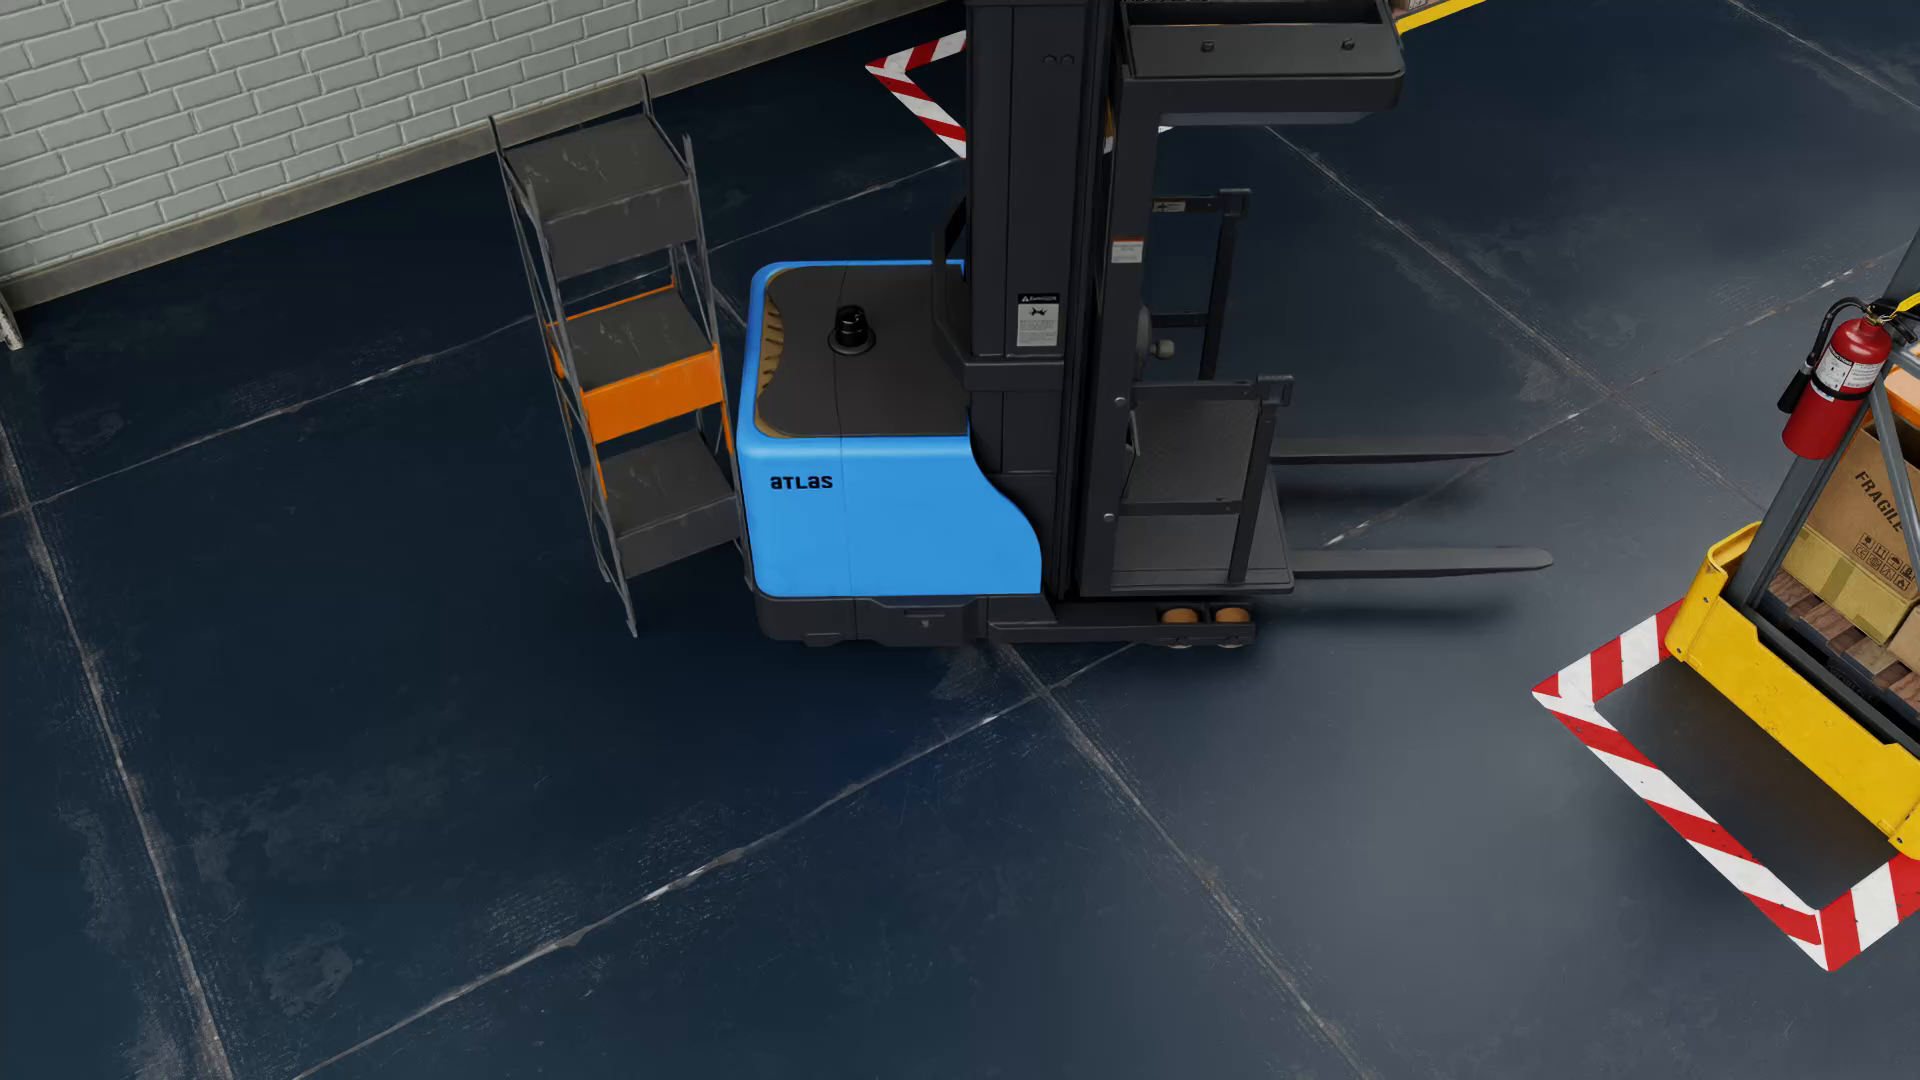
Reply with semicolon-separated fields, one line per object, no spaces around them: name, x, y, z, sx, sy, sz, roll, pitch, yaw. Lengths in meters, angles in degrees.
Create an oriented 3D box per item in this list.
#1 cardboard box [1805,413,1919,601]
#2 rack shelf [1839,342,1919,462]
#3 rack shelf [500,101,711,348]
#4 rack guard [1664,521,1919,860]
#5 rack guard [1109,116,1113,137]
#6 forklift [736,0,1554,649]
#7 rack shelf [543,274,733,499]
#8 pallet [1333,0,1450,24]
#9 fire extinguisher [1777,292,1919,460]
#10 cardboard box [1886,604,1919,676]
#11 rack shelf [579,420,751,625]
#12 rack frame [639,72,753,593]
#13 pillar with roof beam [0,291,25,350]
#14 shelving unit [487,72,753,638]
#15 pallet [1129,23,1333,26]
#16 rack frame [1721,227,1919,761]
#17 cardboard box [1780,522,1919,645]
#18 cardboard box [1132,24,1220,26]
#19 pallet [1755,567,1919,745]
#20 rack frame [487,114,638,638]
cardboard box;3.434;-0.200;5.923;0.500;0.500;0.500;-25;53;-21
rack shelf;4.831;-0.882;5.954;4.000;0.370;1.077;-25;53;-21
rack shelf;-1.116;-0.998;5.259;0.480;0.518;0.431;-21;52;-18
rack guard;3.119;0.517;5.900;0.348;0.500;1.175;-25;53;-21
rack guard;0.557;-2.650;8.721;0.348;0.500;1.175;-25;53;-21
forklift;0.737;-0.961;5.588;3.031;2.935;1.130;-1;48;-1
rack shelf;-1.116;-0.533;5.782;0.480;0.518;0.431;-21;52;-18
pallet;2.294;-3.339;9.527;1.213;0.211;1.003;-25;53;-21
fire extinguisher;2.791;-0.545;5.224;0.183;0.674;0.296;-25;53;-21
cardboard box;3.712;0.377;5.911;0.500;0.250;0.500;-25;53;-21
rack shelf;-1.116;-0.067;6.305;0.480;0.518;0.431;-21;52;-18
rack frame;-0.900;-0.626;5.847;0.015;2.100;0.400;-21;52;-18
pillar with roof beam;-2.154;-1.162;1.704;0.400;9.000;9.100;-25;53;-21
shelving unit;-1.116;-0.542;5.772;0.503;2.100;0.431;-21;52;-18
pallet;1.263;-2.856;9.097;1.213;0.211;1.003;-25;53;-21
rack frame;3.139;-0.324;4.975;0.127;3.000;1.000;-25;53;-21
cardboard box;3.435;0.050;6.202;0.500;0.250;0.500;-25;53;-21
cardboard box;1.126;-2.922;8.795;0.500;0.311;0.500;-31;55;-25
pallet;3.764;0.272;6.312;1.213;0.211;1.003;-25;53;-21
rack frame;-1.332;-0.457;5.696;0.015;2.100;0.400;-21;52;-18
